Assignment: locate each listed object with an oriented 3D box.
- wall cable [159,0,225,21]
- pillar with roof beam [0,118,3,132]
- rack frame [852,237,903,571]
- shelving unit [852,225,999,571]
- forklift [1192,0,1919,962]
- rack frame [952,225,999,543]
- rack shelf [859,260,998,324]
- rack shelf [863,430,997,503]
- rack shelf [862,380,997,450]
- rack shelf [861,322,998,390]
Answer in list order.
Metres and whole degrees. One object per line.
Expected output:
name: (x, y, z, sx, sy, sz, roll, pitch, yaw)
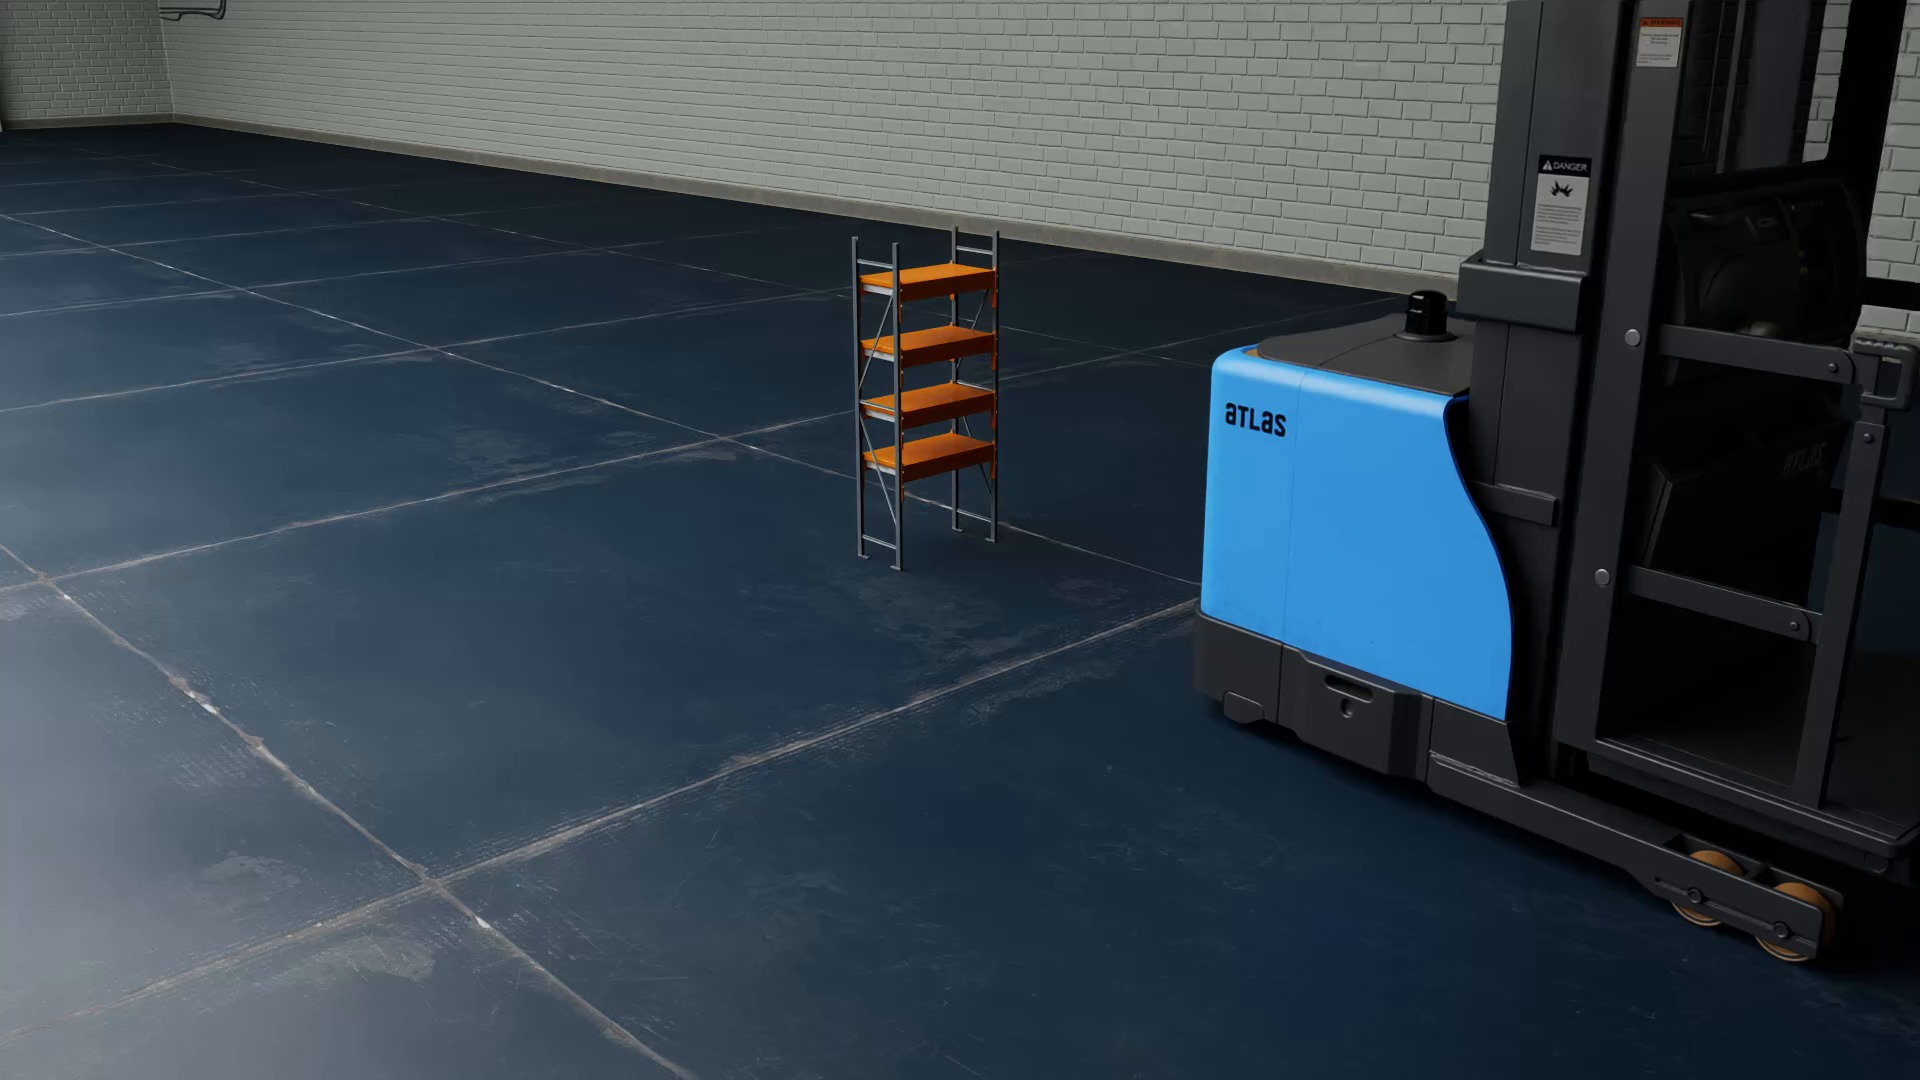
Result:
wall cable: (-12.620, -9.707, 26.867, 0.112, 2.526, 3.097, -16, 24, -41)
pillar with roof beam: (-12.711, -9.891, 22.401, 0.400, 9.000, 9.100, -16, 24, -41)
rack frame: (-0.298, -0.484, 6.032, 0.015, 1.200, 0.240, -16, 24, -41)
shelving unit: (-0.120, -0.536, 6.191, 0.503, 1.200, 0.258, -16, 24, -41)
forklift: (2.025, -0.648, 3.731, 1.130, 2.935, 3.031, -15, 23, -38)
rack frame: (0.057, -0.587, 6.351, 0.015, 1.200, 0.240, -16, 24, -41)
rack shelf: (-0.120, -0.909, 6.070, 0.480, 0.148, 0.258, -16, 24, -41)
rack shelf: (-0.120, -0.283, 6.273, 0.480, 0.148, 0.258, -16, 24, -41)
rack shelf: (-0.120, -0.472, 6.212, 0.480, 0.148, 0.258, -16, 24, -41)
rack shelf: (-0.120, -0.684, 6.143, 0.480, 0.148, 0.258, -16, 24, -41)
